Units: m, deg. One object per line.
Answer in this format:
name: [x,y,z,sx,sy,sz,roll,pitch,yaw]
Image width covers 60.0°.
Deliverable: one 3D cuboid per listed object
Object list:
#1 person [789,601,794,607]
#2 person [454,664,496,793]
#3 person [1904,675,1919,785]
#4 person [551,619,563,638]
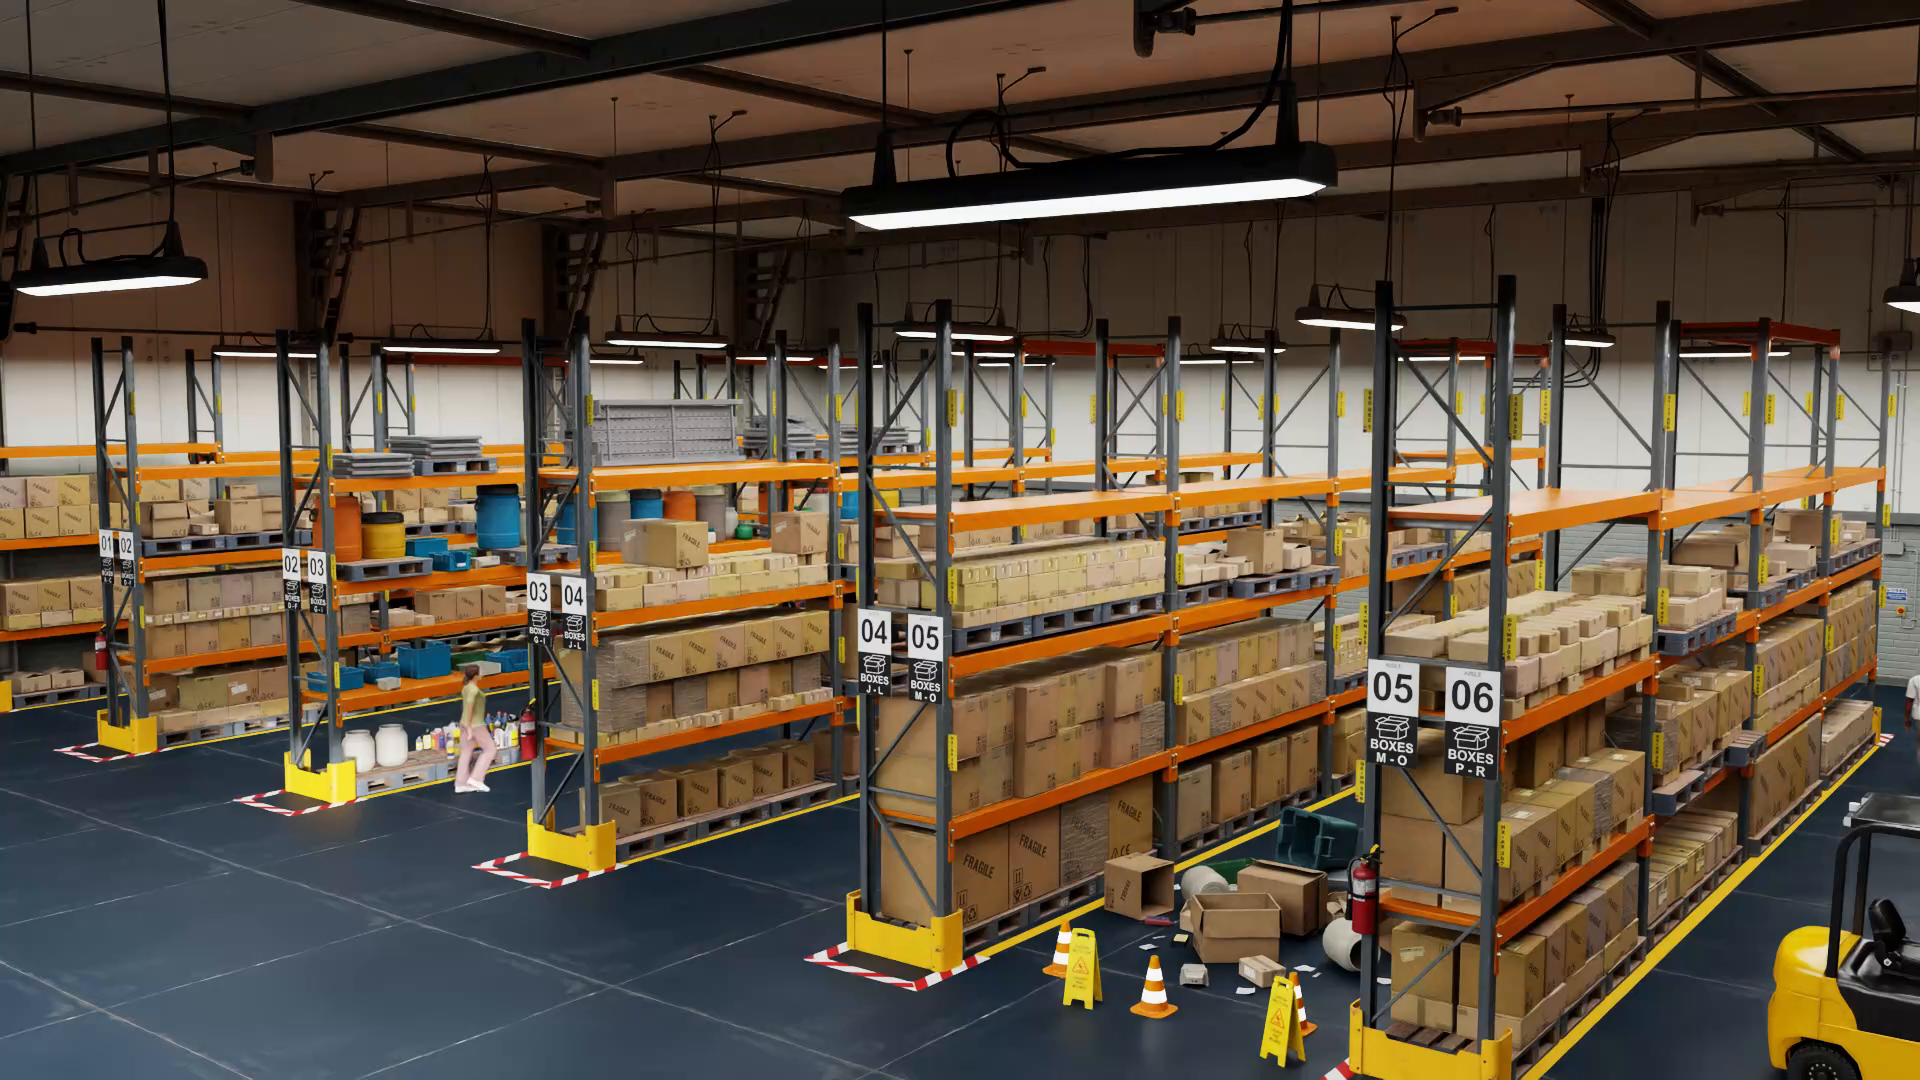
person: [-3.514,1.483,32.058,0.684,1.720,1.039,4,6,39]
person: [-6.360,2.451,21.651,0.514,1.637,0.480,-5,7,-43]
person: [12.805,2.383,21.956,0.594,1.764,0.530,4,6,37]
person: [-7.879,1.510,32.638,0.586,1.662,0.538,3,6,27]
